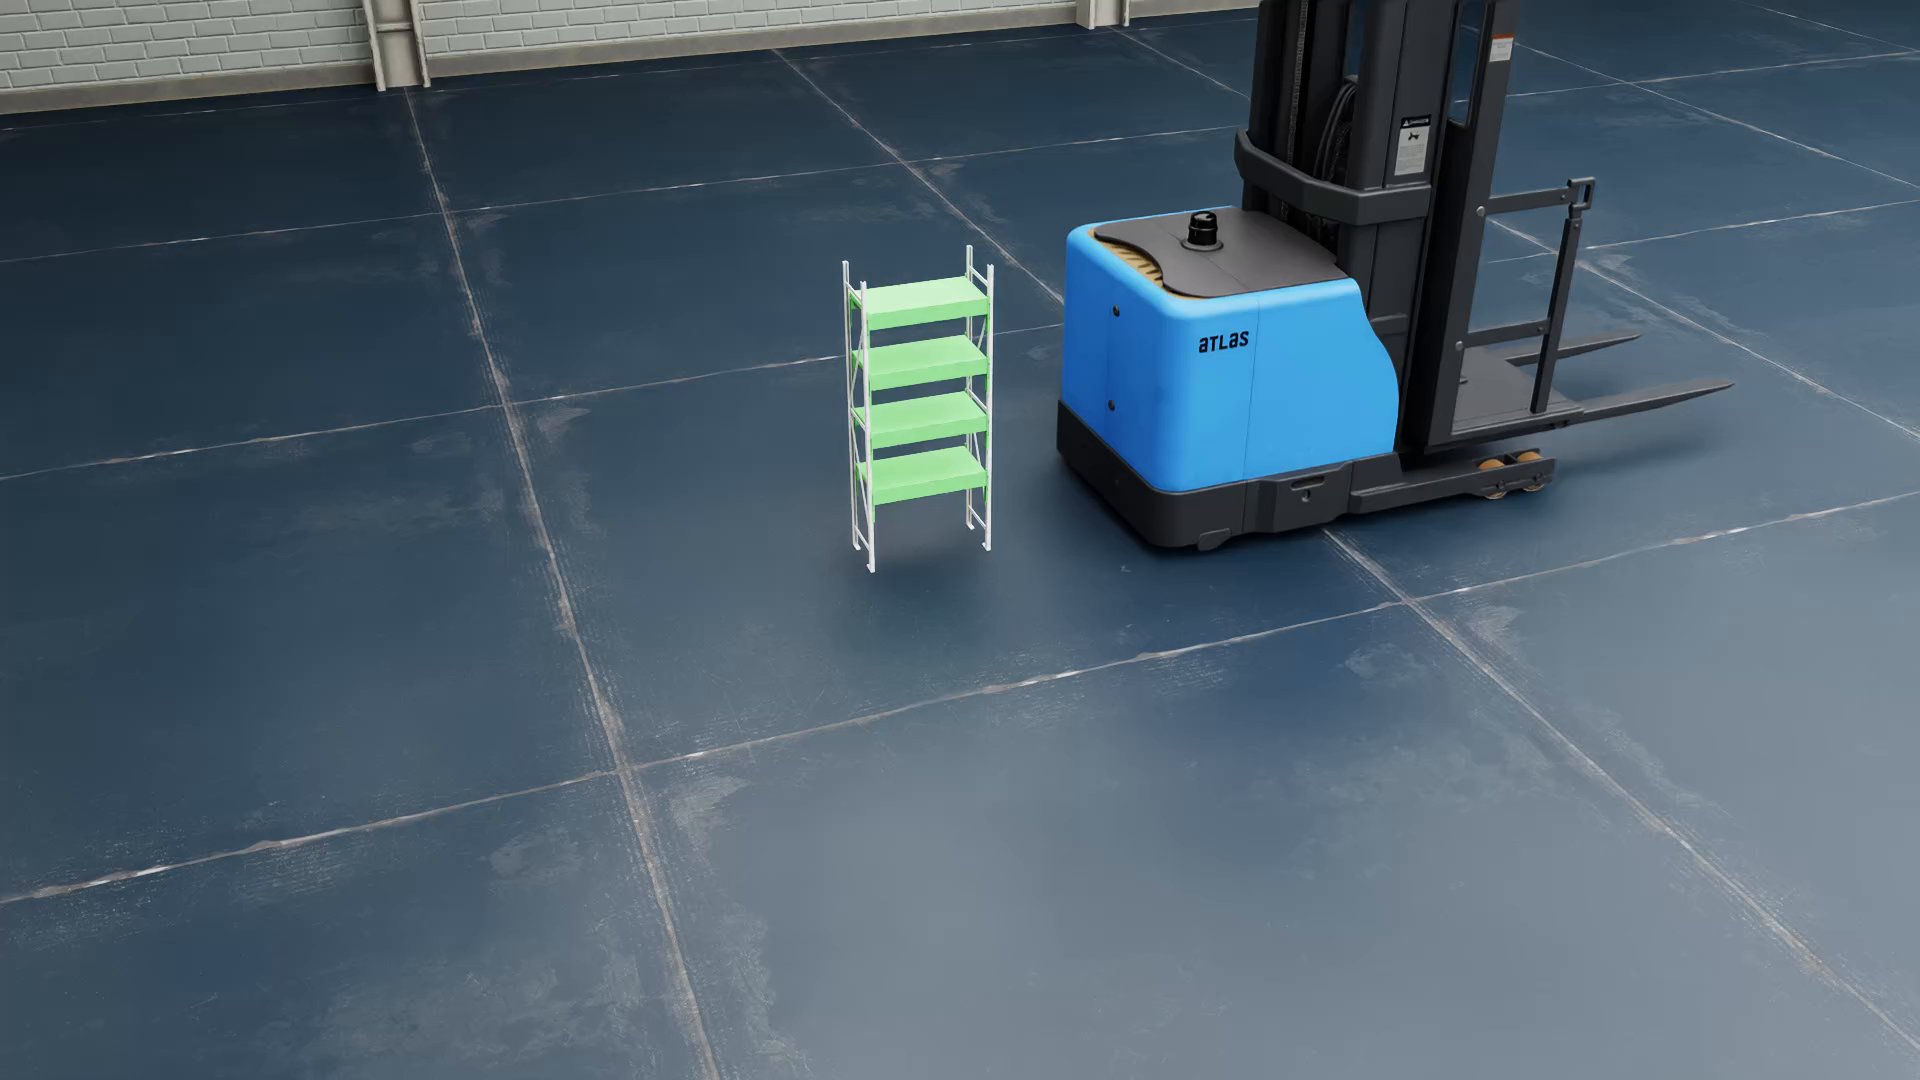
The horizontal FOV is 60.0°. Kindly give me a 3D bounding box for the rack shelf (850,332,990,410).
[{"bbox_3d":[-0.155,-0.646,6.316,0.480,0.148,0.258,-10,31,-18],"label":"rack shelf"}]

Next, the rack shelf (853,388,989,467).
[{"bbox_3d":[-0.155,-0.437,6.434,0.480,0.148,0.258,-10,31,-18],"label":"rack shelf"}]

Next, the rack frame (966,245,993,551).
[{"bbox_3d":[0.074,-0.535,6.477,0.015,1.200,0.240,-10,31,-18],"label":"rack frame"}]

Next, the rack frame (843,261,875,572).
[{"bbox_3d":[-0.384,-0.451,6.329,0.015,1.200,0.240,-10,31,-18],"label":"rack frame"}]

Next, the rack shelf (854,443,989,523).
[{"bbox_3d":[-0.155,-0.229,6.553,0.480,0.148,0.258,-10,31,-18],"label":"rack shelf"}]

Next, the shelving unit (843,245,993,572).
[{"bbox_3d":[-0.155,-0.493,6.403,0.503,1.200,0.258,-10,31,-18],"label":"shelving unit"}]

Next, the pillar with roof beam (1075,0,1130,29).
[{"bbox_3d":[2.767,-6.517,9.098,0.400,9.000,9.100,-10,31,-18],"label":"pillar with roof beam"}]

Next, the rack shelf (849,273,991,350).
[{"bbox_3d":[-0.155,-0.854,6.197,0.480,0.148,0.258,-10,31,-18],"label":"rack shelf"}]

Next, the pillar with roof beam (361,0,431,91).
[{"bbox_3d":[-2.857,-5.481,7.280,0.400,9.000,9.100,-10,31,-18],"label":"pillar with roof beam"}]

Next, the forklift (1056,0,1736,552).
[{"bbox_3d":[1.995,-1.678,6.734,3.031,2.935,1.130,-11,31,-18],"label":"forklift"}]
